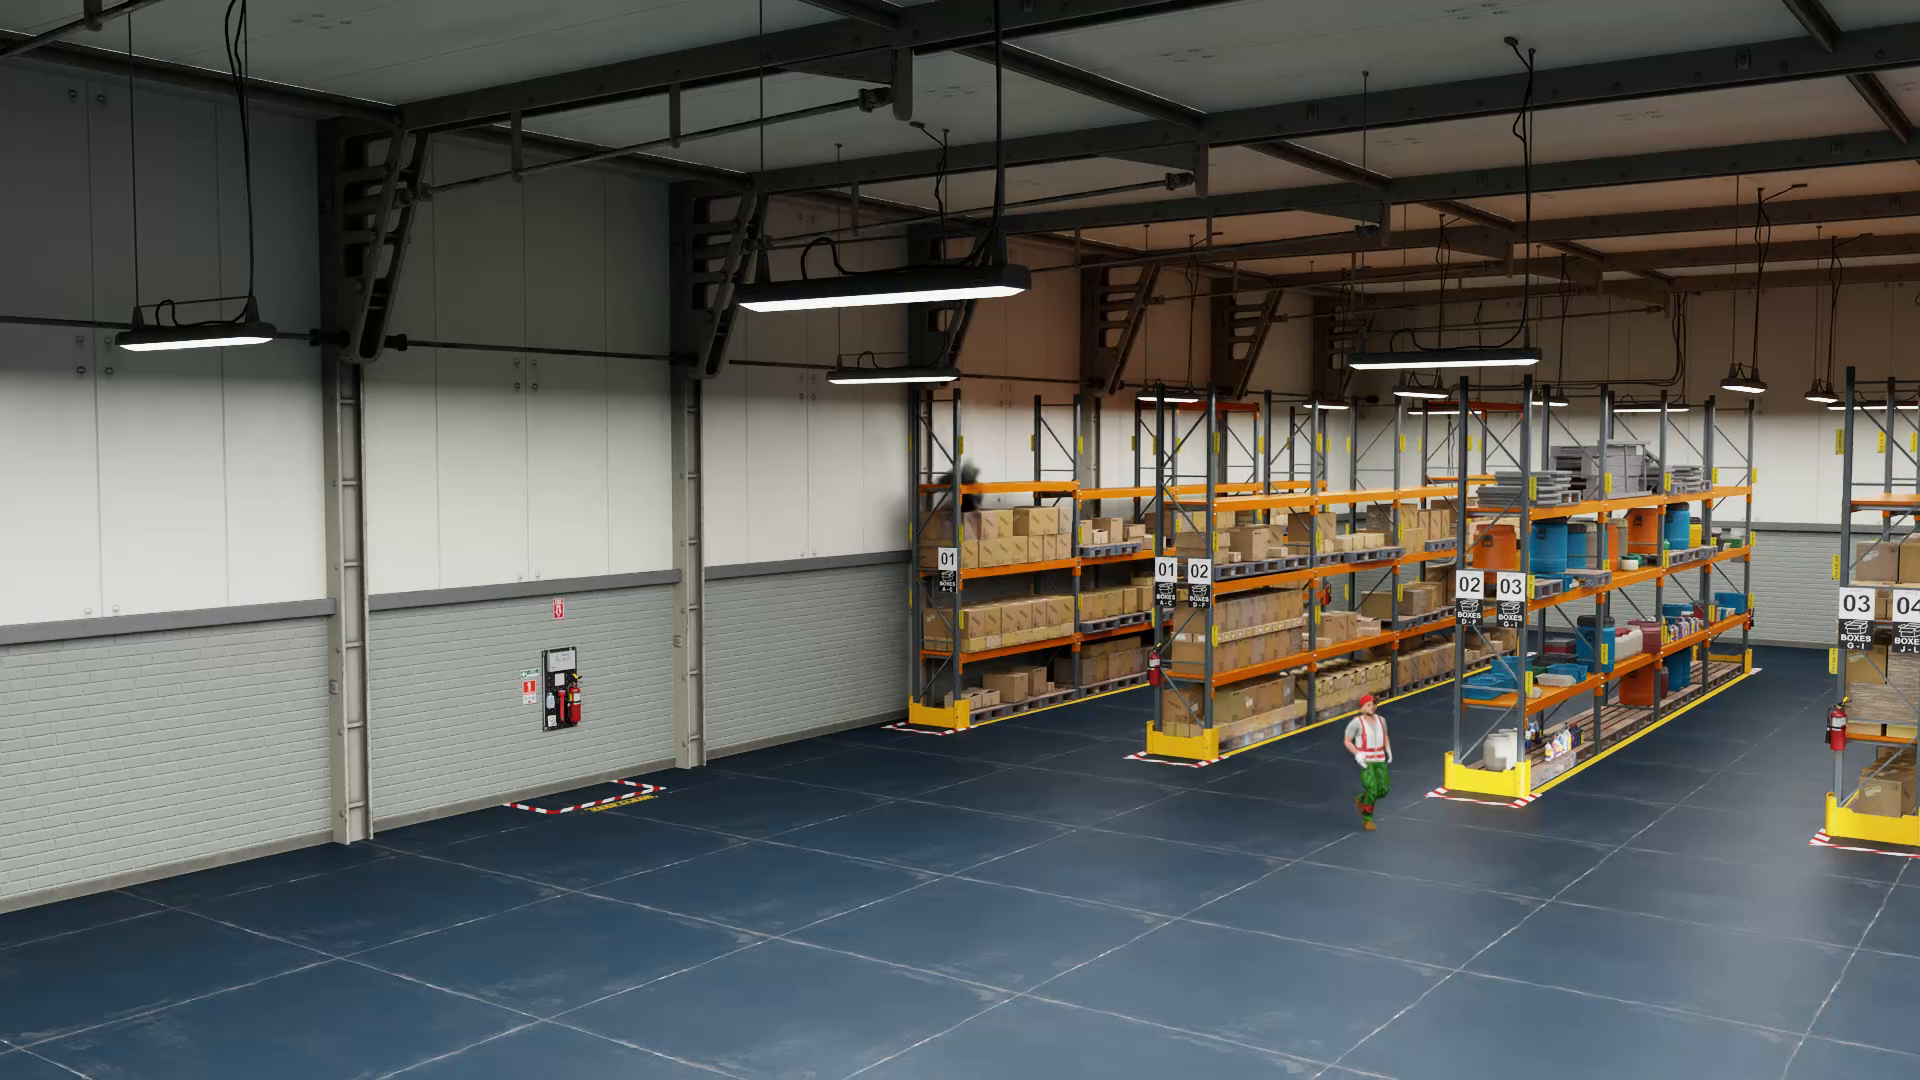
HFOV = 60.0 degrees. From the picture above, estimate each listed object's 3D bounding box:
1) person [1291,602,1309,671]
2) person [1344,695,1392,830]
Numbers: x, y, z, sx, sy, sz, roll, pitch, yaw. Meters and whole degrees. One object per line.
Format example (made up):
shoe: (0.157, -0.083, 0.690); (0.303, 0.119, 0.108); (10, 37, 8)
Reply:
person: (7.193, 2.133, 35.146); (0.600, 1.709, 0.903); (2, 4, 27)
person: (5.346, 2.893, 21.772); (0.654, 1.748, 0.563); (-1, 3, -18)
